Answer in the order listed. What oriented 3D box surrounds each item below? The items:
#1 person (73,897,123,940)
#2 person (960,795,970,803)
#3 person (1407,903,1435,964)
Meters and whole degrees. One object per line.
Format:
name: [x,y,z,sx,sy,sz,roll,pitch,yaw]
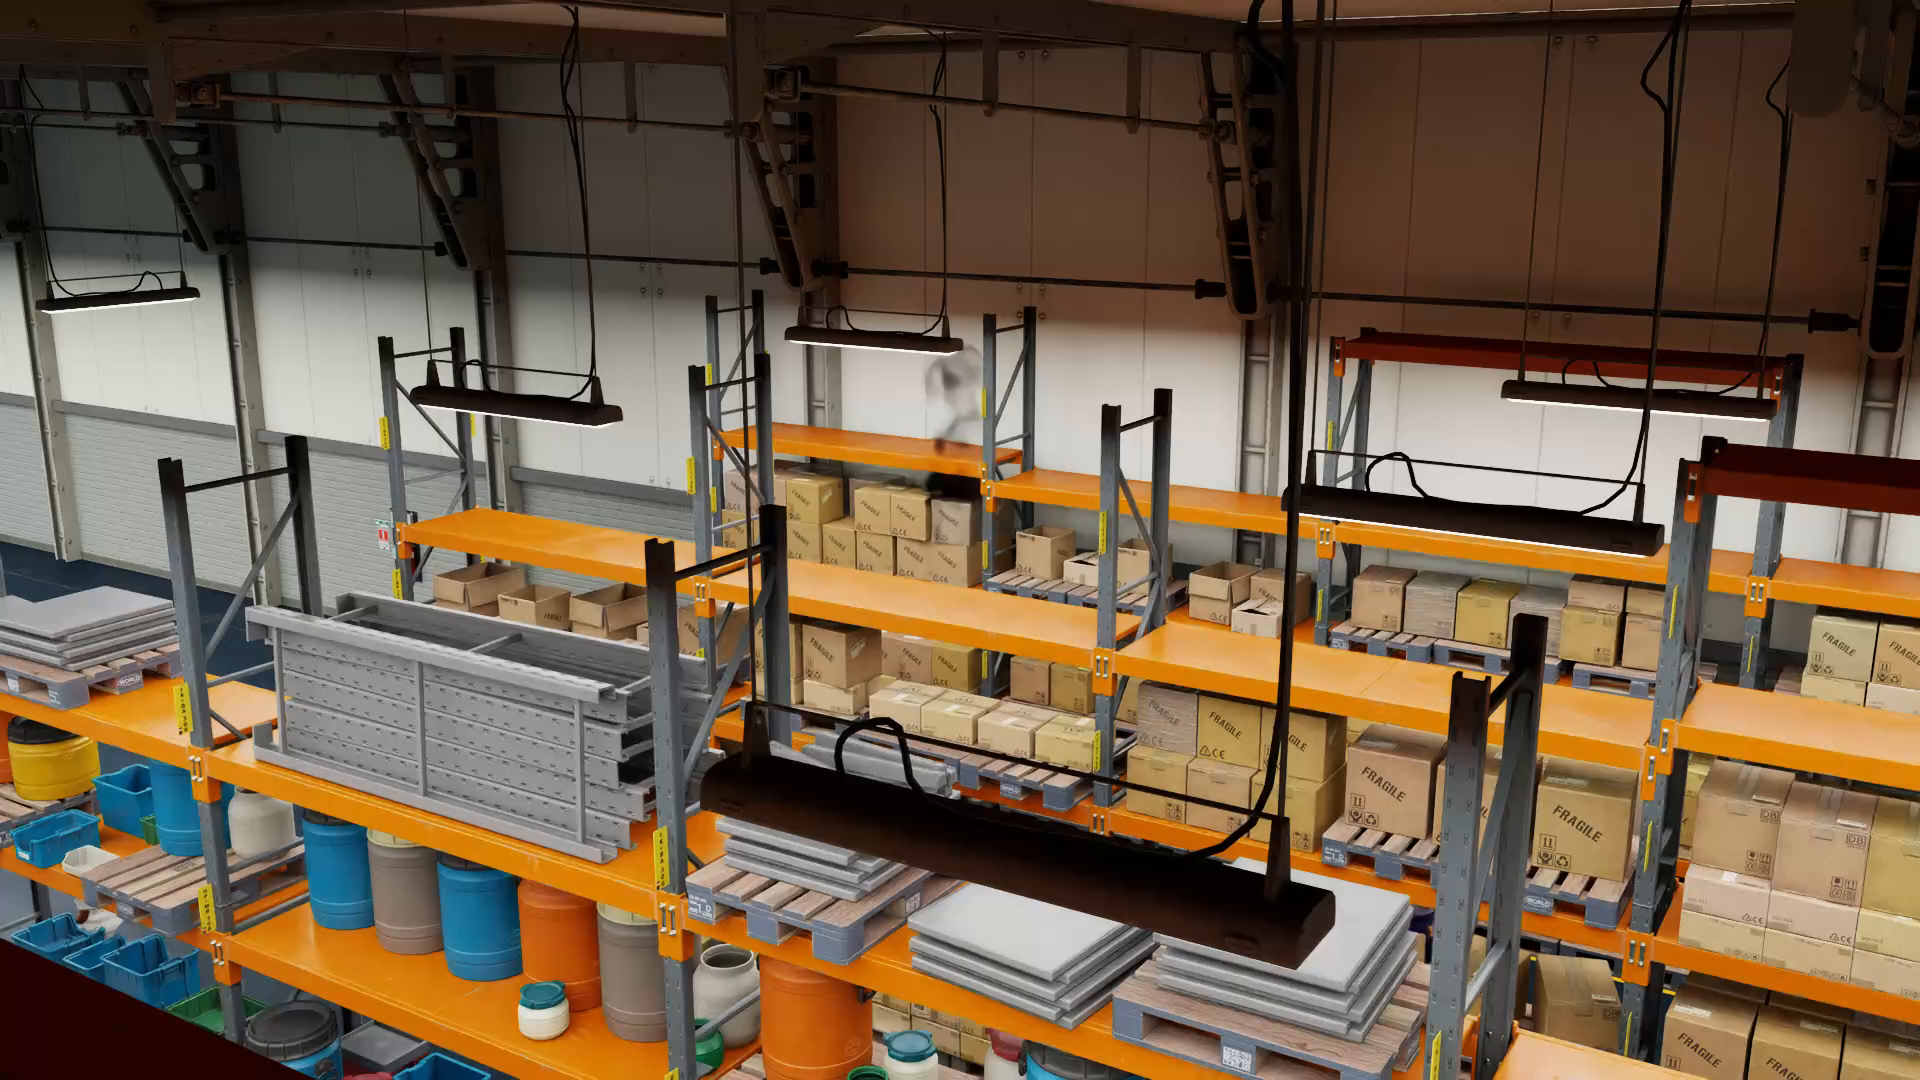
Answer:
person: [-8.020,3.524,15.432,0.566,1.709,0.732,0,14,-1]
person: [-0.096,3.135,17.093,0.605,1.702,0.682,7,15,26]
person: [4.298,3.609,15.303,0.779,1.740,0.574,7,15,25]
